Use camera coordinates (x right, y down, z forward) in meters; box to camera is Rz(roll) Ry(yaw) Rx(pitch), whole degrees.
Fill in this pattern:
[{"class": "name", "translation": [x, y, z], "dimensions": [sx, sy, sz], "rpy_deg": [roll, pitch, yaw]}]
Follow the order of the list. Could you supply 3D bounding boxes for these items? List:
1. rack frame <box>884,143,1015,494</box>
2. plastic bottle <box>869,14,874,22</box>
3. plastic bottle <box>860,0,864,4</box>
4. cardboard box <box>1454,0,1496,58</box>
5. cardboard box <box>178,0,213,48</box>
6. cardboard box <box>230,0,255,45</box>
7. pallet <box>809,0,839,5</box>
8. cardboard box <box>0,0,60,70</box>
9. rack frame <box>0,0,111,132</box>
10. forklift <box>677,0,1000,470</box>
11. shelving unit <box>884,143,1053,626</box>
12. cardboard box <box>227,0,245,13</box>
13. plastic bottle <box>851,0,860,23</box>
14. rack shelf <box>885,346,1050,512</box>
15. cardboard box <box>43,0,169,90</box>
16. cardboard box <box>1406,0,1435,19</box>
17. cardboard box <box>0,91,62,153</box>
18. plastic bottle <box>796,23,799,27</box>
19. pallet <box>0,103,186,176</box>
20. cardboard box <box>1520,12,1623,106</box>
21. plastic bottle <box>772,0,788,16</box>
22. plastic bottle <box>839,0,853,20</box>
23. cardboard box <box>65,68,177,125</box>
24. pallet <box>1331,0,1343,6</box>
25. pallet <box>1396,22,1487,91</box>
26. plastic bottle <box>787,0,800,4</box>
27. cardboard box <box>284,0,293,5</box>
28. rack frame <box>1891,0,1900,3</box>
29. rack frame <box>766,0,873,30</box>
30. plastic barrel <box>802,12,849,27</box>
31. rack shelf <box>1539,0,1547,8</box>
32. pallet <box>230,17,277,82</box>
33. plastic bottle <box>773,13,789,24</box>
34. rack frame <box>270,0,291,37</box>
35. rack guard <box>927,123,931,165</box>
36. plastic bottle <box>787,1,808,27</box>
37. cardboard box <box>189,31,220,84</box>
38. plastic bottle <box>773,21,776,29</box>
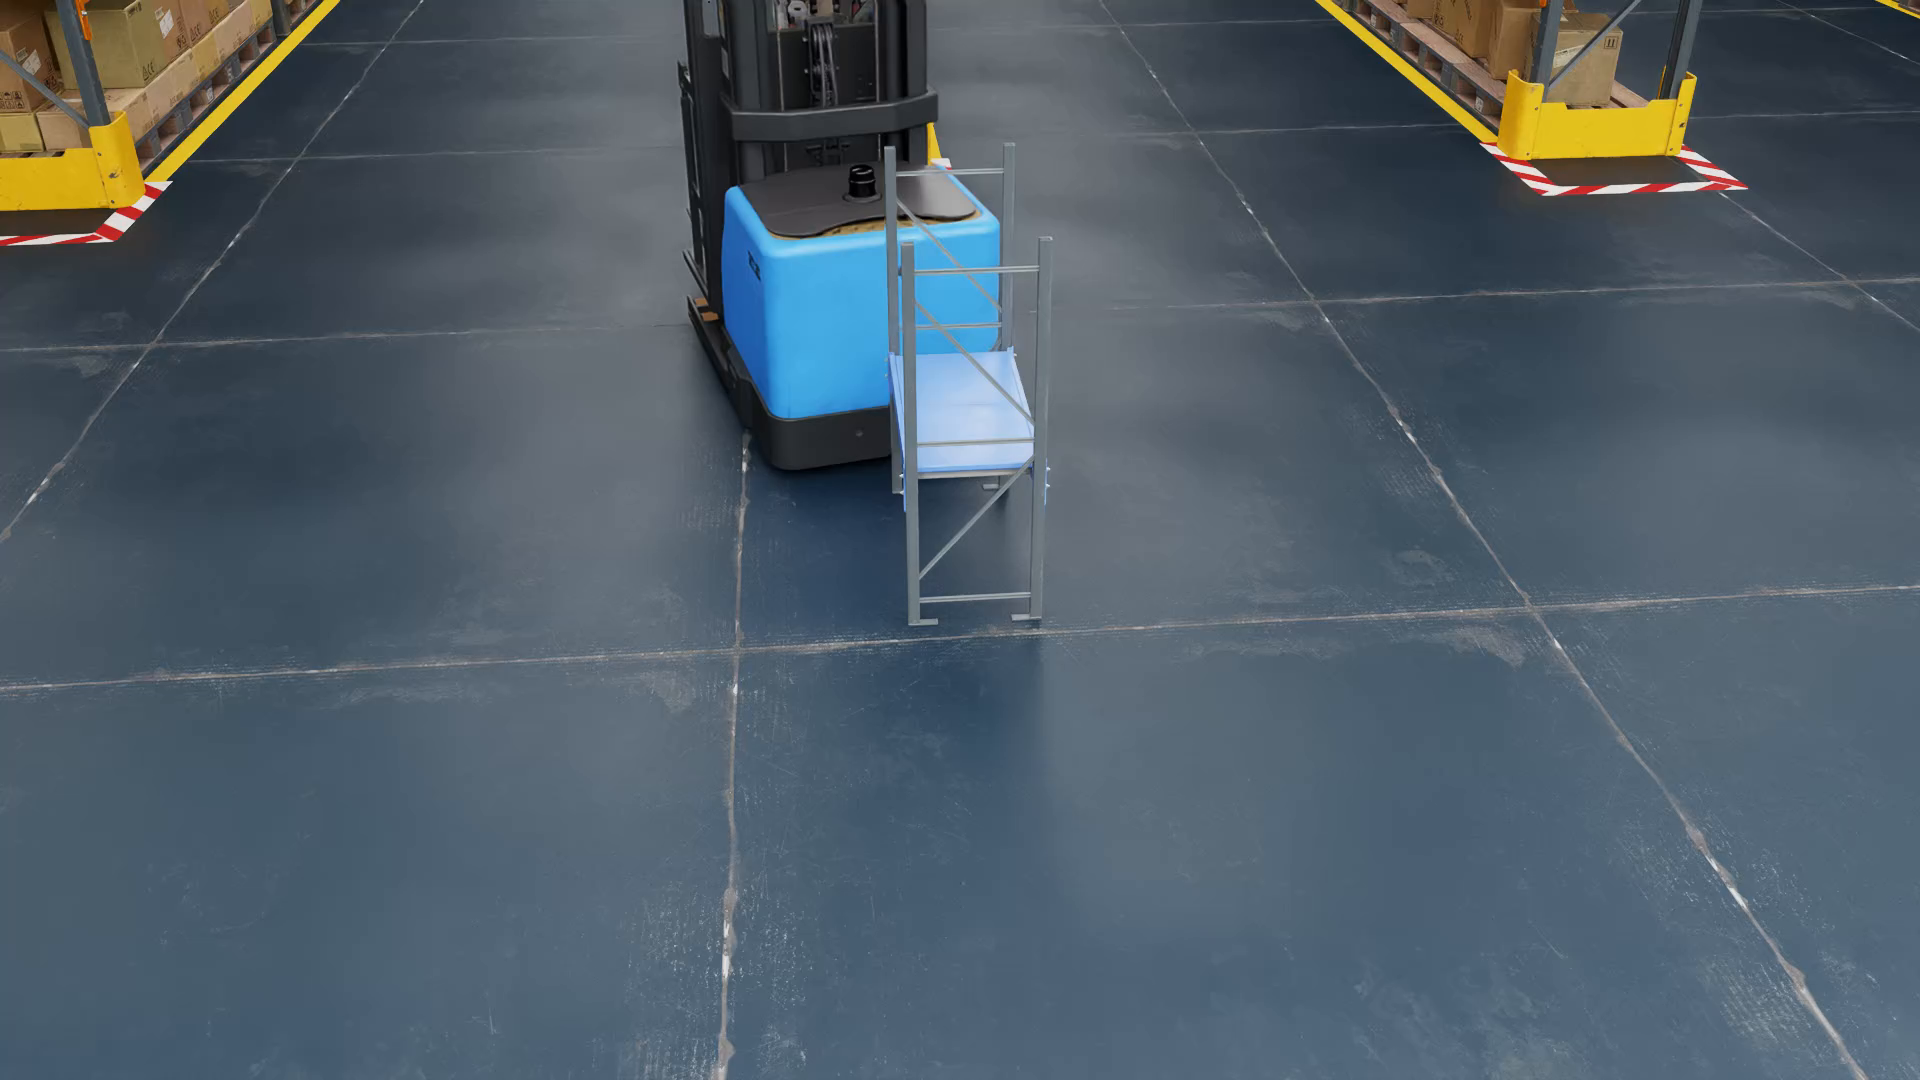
[{"class": "rack frame", "translation": [-0.040, -0.860, 6.727], "dimensions": [0.500, 1.500, 0.032], "rpy_deg": [-3, 31, -5]}, {"class": "plastic bottle", "translation": [-0.627, -3.807, 12.430], "dimensions": [0.097, 0.271, 0.097], "rpy_deg": [0, 31, 0]}, {"class": "plastic bottle", "translation": [-0.705, -4.139, 12.908], "dimensions": [0.144, 0.351, 0.185], "rpy_deg": [-3, 31, -5]}, {"class": "cardboard box", "translation": [4.033, -3.911, 12.400], "dimensions": [0.500, 0.500, 0.500], "rpy_deg": [0, 31, 0]}, {"class": "cardboard box", "translation": [-5.625, -3.759, 11.659], "dimensions": [0.500, 0.500, 0.500], "rpy_deg": [-3, 31, -5]}, {"class": "cardboard box", "translation": [-5.735, -3.947, 12.705], "dimensions": [0.500, 0.250, 0.500], "rpy_deg": [-3, 31, -5]}, {"class": "pallet", "translation": [-1.212, -4.867, 14.692], "dimensions": [1.003, 0.211, 1.213], "rpy_deg": [-3, 31, -5]}, {"class": "cardboard box", "translation": [-6.113, -3.478, 11.189], "dimensions": [0.500, 0.500, 0.500], "rpy_deg": [-3, 31, -5]}, {"class": "rack frame", "translation": [-5.659, -3.387, 9.496], "dimensions": [1.000, 3.000, 0.127], "rpy_deg": [-3, 31, -5]}, {"class": "forklift", "translation": [-0.763, -2.302, 7.745], "dimensions": [1.130, 2.935, 3.031], "rpy_deg": [-10, 32, -16]}, {"class": "shelving unit", "translation": [0.008, -0.600, 6.292], "dimensions": [0.538, 1.500, 1.048], "rpy_deg": [-3, 31, -5]}, {"class": "cardboard box", "translation": [-5.736, -4.269, 12.513], "dimensions": [0.500, 0.500, 0.500], "rpy_deg": [-3, 31, -5]}, {"class": "plastic bottle", "translation": [-0.800, -4.021, 12.777], "dimensions": [0.061, 0.283, 0.133], "rpy_deg": [-3, 31, -5]}, {"class": "rack shelf", "translation": [0.008, -0.446, 6.385], "dimensions": [0.538, 0.185, 1.000], "rpy_deg": [-3, 31, -5]}, {"class": "cardboard box", "translation": [-5.536, -3.249, 10.804], "dimensions": [0.500, 0.500, 0.500], "rpy_deg": [-3, 31, -5]}, {"class": "cardboard box", "translation": [3.890, -4.511, 13.405], "dimensions": [0.500, 0.500, 0.500], "rpy_deg": [7, 32, 11]}, {"class": "cardboard box", "translation": [-6.003, -2.647, 10.528], "dimensions": [0.500, 0.250, 0.500], "rpy_deg": [-3, 31, -5]}, {"class": "plastic bottle", "translation": [-1.221, -3.743, 12.391], "dimensions": [0.097, 0.201, 0.097], "rpy_deg": [0, 31, 0]}, {"class": "pallet", "translation": [-5.772, -2.579, 10.861], "dimensions": [1.003, 0.211, 1.213], "rpy_deg": [-3, 31, -5]}, {"class": "cardboard box", "translation": [4.163, -3.287, 11.356], "dimensions": [0.500, 0.500, 0.500], "rpy_deg": [3, 31, 5]}, {"class": "plastic bottle", "translation": [-1.381, -3.971, 12.627], "dimensions": [0.144, 0.351, 0.185], "rpy_deg": [-3, 31, -5]}, {"class": "plastic bottle", "translation": [-0.880, -4.252, 13.170], "dimensions": [0.152, 0.276, 0.135], "rpy_deg": [-3, 31, -5]}, {"class": "cardboard box", "translation": [-5.538, -2.927, 10.996], "dimensions": [0.500, 0.250, 0.500], "rpy_deg": [-3, 31, -5]}, {"class": "pallet", "translation": [3.757, -5.102, 15.087], "dimensions": [1.003, 0.211, 1.213], "rpy_deg": [-3, 31, -5]}, {"class": "pallet", "translation": [4.046, -3.740, 12.805], "dimensions": [1.003, 0.211, 1.213], "rpy_deg": [-3, 31, -5]}, {"class": "plastic bottle", "translation": [-1.304, -4.182, 13.058], "dimensions": [0.097, 0.271, 0.097], "rpy_deg": [0, 31, 0]}, {"class": "cardboard box", "translation": [-5.823, -4.647, 13.877], "dimensions": [0.500, 0.250, 0.500], "rpy_deg": [-3, 31, -6]}, {"class": "rack frame", "translation": [8.779, -6.088, 14.018], "dimensions": [1.000, 3.000, 0.127], "rpy_deg": [-3, 31, -5]}, {"class": "rack frame", "translation": [-0.727, -3.623, 9.890], "dimensions": [1.000, 3.000, 0.127], "rpy_deg": [-3, 31, -5]}, {"class": "plastic barrel", "translation": [-0.911, -3.323, 11.405], "dimensions": [0.421, 0.512, 0.421], "rpy_deg": [0, 31, 0]}, {"class": "rack shelf", "translation": [4.018, -4.572, 12.181], "dimensions": [1.077, 0.370, 4.000], "rpy_deg": [-3, 31, -5]}, {"class": "pallet", "translation": [-6.000, -3.824, 12.947], "dimensions": [1.003, 0.211, 1.213], "rpy_deg": [-3, 31, -5]}, {"class": "plastic bottle", "translation": [-1.344, -3.760, 12.346], "dimensions": [0.152, 0.276, 0.135], "rpy_deg": [-4, 31, -6]}, {"class": "rack frame", "translation": [-6.032, -5.429, 12.915], "dimensions": [1.000, 3.000, 0.127], "rpy_deg": [-3, 31, -5]}, {"class": "rack guard", "translation": [-0.781, -2.586, 10.592], "dimensions": [1.175, 0.500, 0.348], "rpy_deg": [-3, 31, -5]}, {"class": "plastic bottle", "translation": [-1.236, -3.959, 12.680], "dimensions": [0.152, 0.276, 0.135], "rpy_deg": [-3, 31, -5]}, {"class": "cardboard box", "translation": [-5.626, -3.437, 11.852], "dimensions": [0.500, 0.250, 0.500], "rpy_deg": [-3, 31, -5]}, {"class": "plastic bottle", "translation": [-1.364, -3.621, 12.107], "dimensions": [0.061, 0.283, 0.133], "rpy_deg": [-2, 31, -3]}]
